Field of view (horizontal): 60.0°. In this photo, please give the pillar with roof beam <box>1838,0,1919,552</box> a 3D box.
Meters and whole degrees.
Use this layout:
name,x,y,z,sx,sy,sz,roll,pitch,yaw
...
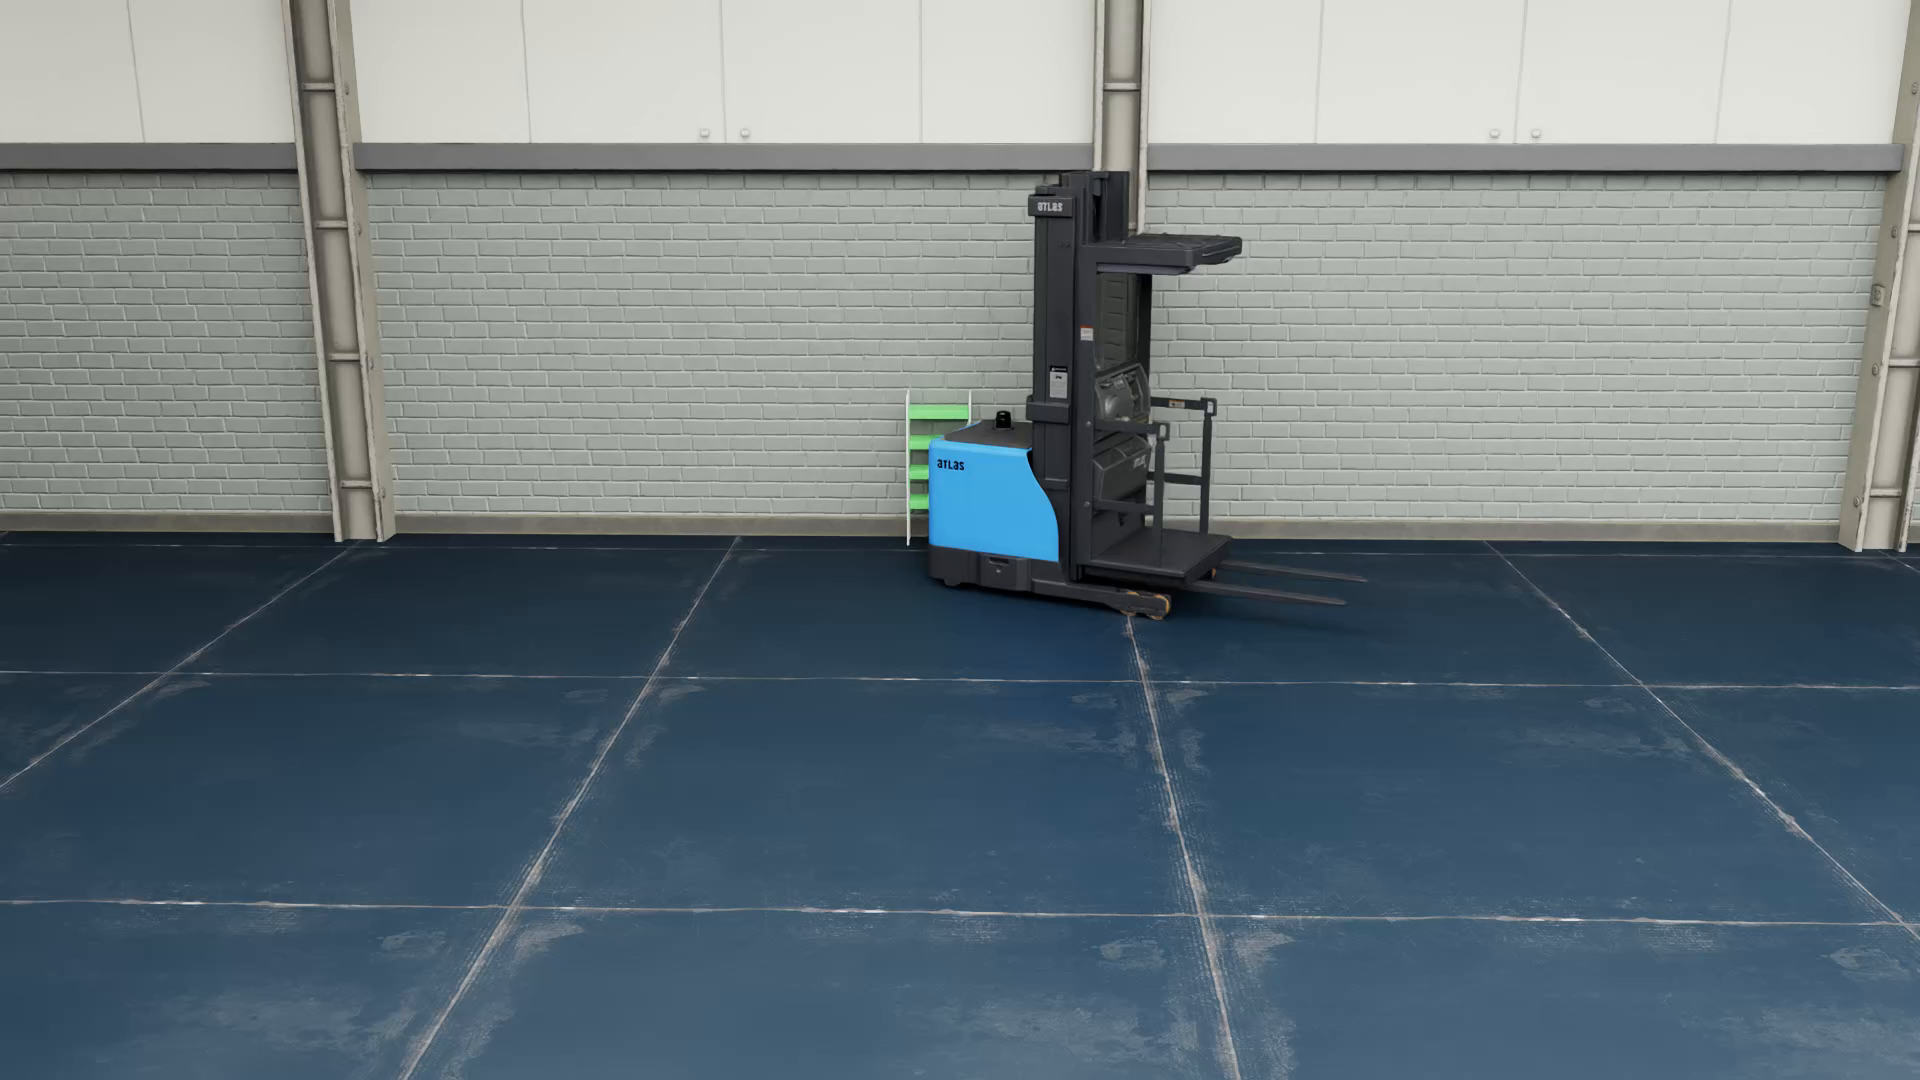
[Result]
name,x,y,z,sx,sy,sz,roll,pitch,yaw
pillar with roof beam,7.087,-3.201,7.833,0.400,9.000,9.100,0,15,1

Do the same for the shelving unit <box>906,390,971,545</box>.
name,x,y,z,sx,sy,sz,roll,pitch,yaw
shelving unit,-0.166,-0.569,13.144,0.503,1.200,0.258,0,15,1

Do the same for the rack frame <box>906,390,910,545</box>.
name,x,y,z,sx,sy,sz,roll,pitch,yaw
rack frame,-0.410,-0.570,13.147,0.015,1.200,0.240,0,15,1

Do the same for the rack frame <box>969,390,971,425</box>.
name,x,y,z,sx,sy,sz,roll,pitch,yaw
rack frame,0.078,-0.568,13.140,0.015,1.200,0.240,0,15,1

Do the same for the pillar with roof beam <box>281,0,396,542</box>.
name,x,y,z,sx,sy,sz,roll,pitch,yaw
pillar with roof beam,-4.909,-3.279,8.129,0.400,9.000,9.100,0,15,1

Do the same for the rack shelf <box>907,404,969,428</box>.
name,x,y,z,sx,sy,sz,roll,pitch,yaw
rack shelf,-0.166,-0.972,13.039,0.480,0.148,0.258,0,15,1

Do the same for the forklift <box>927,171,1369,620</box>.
name,x,y,z,sx,sy,sz,roll,pitch,yaw
forklift,1.312,-1.030,11.500,3.031,2.935,1.130,7,16,26

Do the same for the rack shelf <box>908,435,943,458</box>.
name,x,y,z,sx,sy,sz,roll,pitch,yaw
rack shelf,-0.166,-0.740,13.099,0.480,0.148,0.258,0,15,1

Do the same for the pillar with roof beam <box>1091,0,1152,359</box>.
name,x,y,z,sx,sy,sz,roll,pitch,yaw
pillar with roof beam,1.089,-3.240,7.981,0.400,9.000,9.100,0,15,1

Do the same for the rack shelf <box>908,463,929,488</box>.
name,x,y,z,sx,sy,sz,roll,pitch,yaw
rack shelf,-0.166,-0.508,13.160,0.480,0.148,0.258,0,15,1

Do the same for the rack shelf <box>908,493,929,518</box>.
name,x,y,z,sx,sy,sz,roll,pitch,yaw
rack shelf,-0.166,-0.275,13.220,0.480,0.148,0.258,0,15,1
